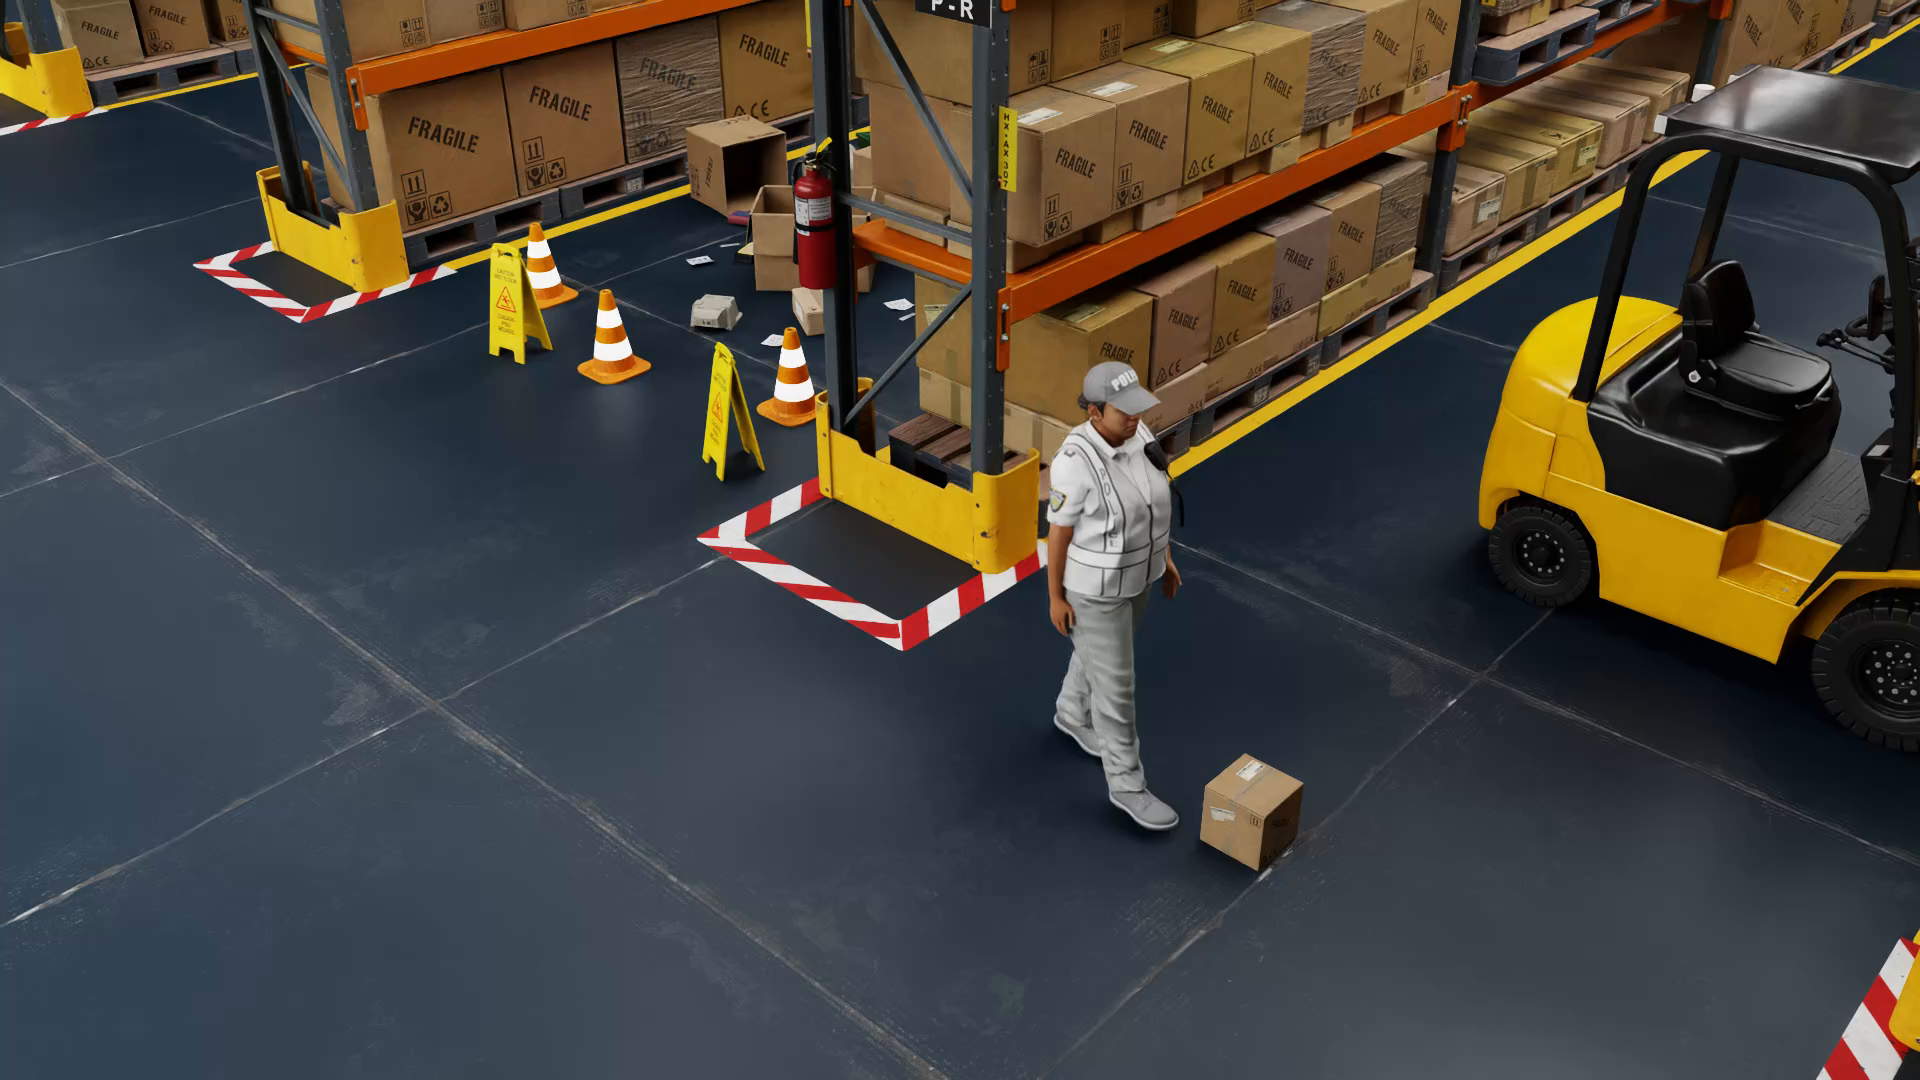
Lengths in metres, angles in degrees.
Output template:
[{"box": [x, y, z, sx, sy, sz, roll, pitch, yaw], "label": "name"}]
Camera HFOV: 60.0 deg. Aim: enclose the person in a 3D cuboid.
[{"box": [0.610, 0.168, 5.840, 0.735, 1.656, 0.490, 25, 40, 35], "label": "person"}]
